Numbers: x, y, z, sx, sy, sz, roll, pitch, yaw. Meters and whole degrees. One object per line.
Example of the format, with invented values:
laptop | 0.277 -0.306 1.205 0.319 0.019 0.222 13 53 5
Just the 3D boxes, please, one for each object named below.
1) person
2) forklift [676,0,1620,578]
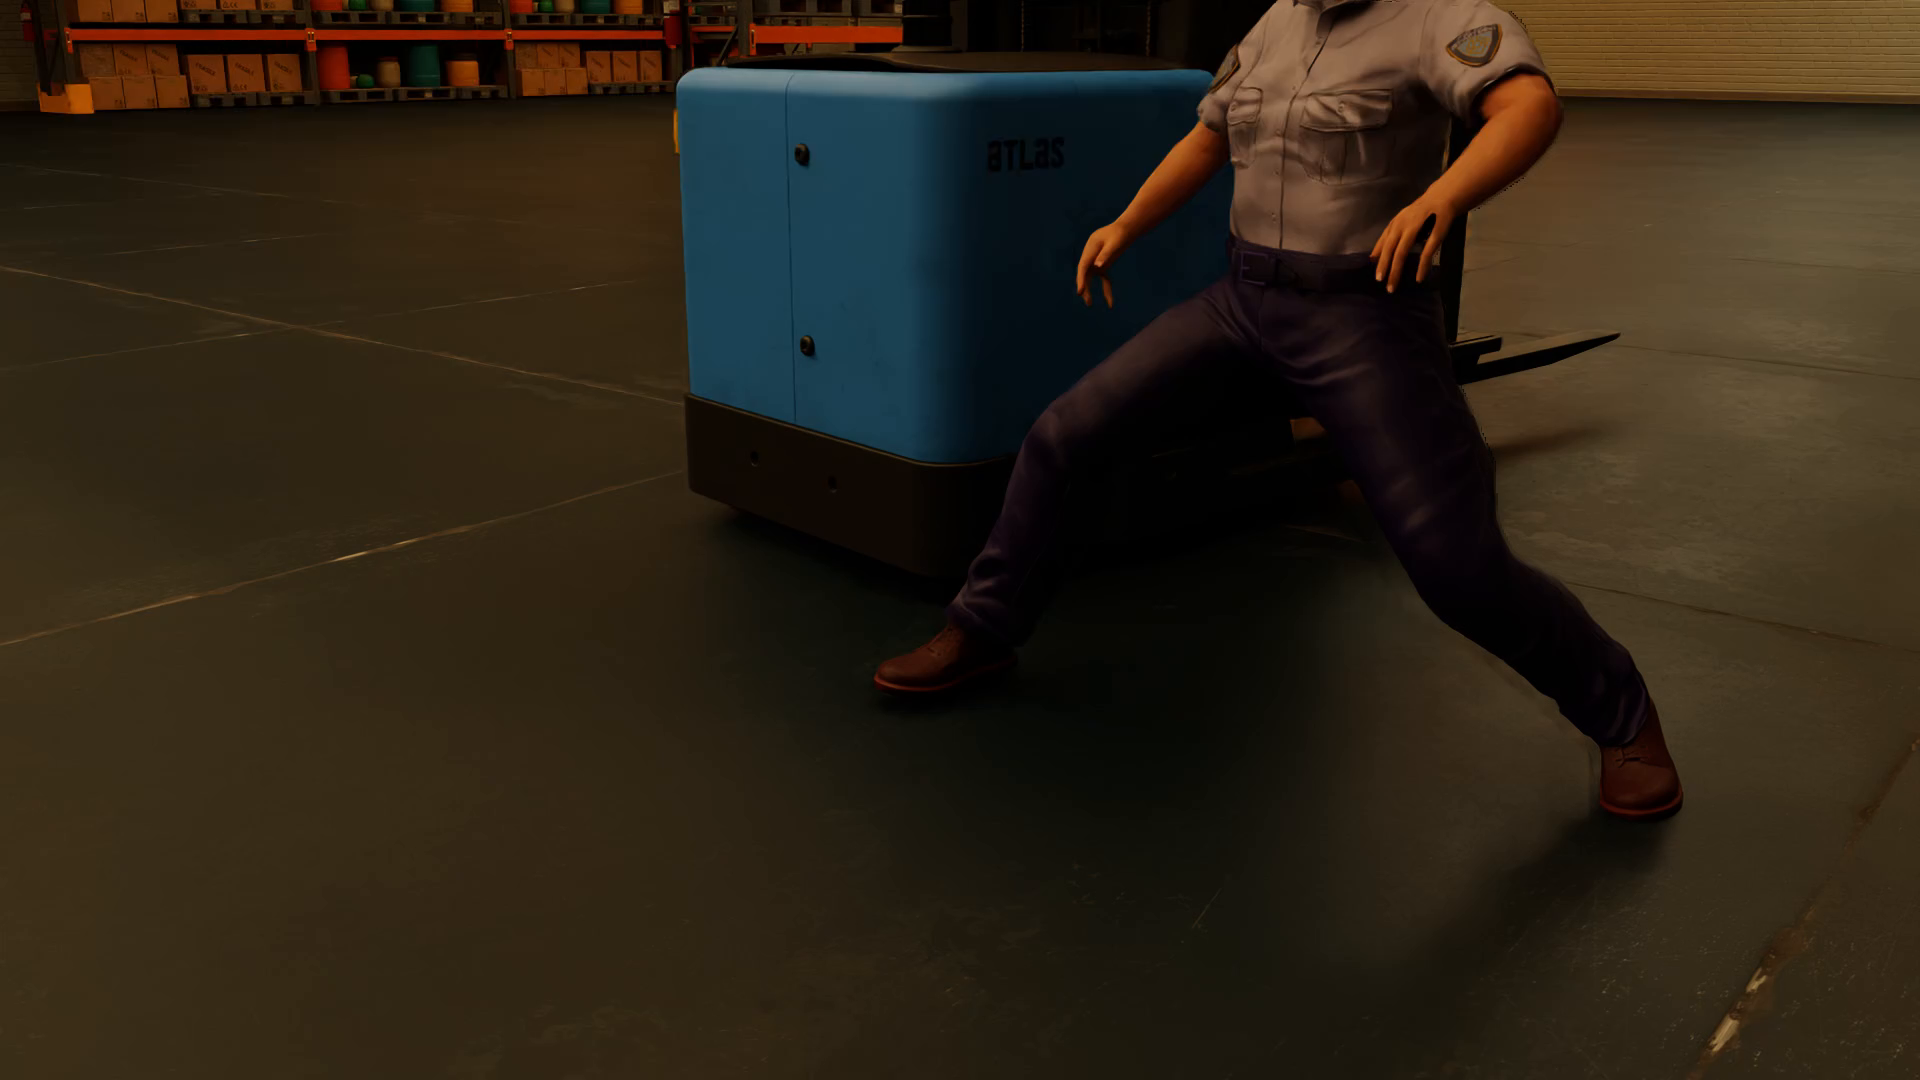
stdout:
person | 0.520 -0.348 2.609 0.959 1.477 1.107 -11 20 -32
forklift | 0.772 -1.644 4.312 3.031 2.935 1.130 -14 22 -39
